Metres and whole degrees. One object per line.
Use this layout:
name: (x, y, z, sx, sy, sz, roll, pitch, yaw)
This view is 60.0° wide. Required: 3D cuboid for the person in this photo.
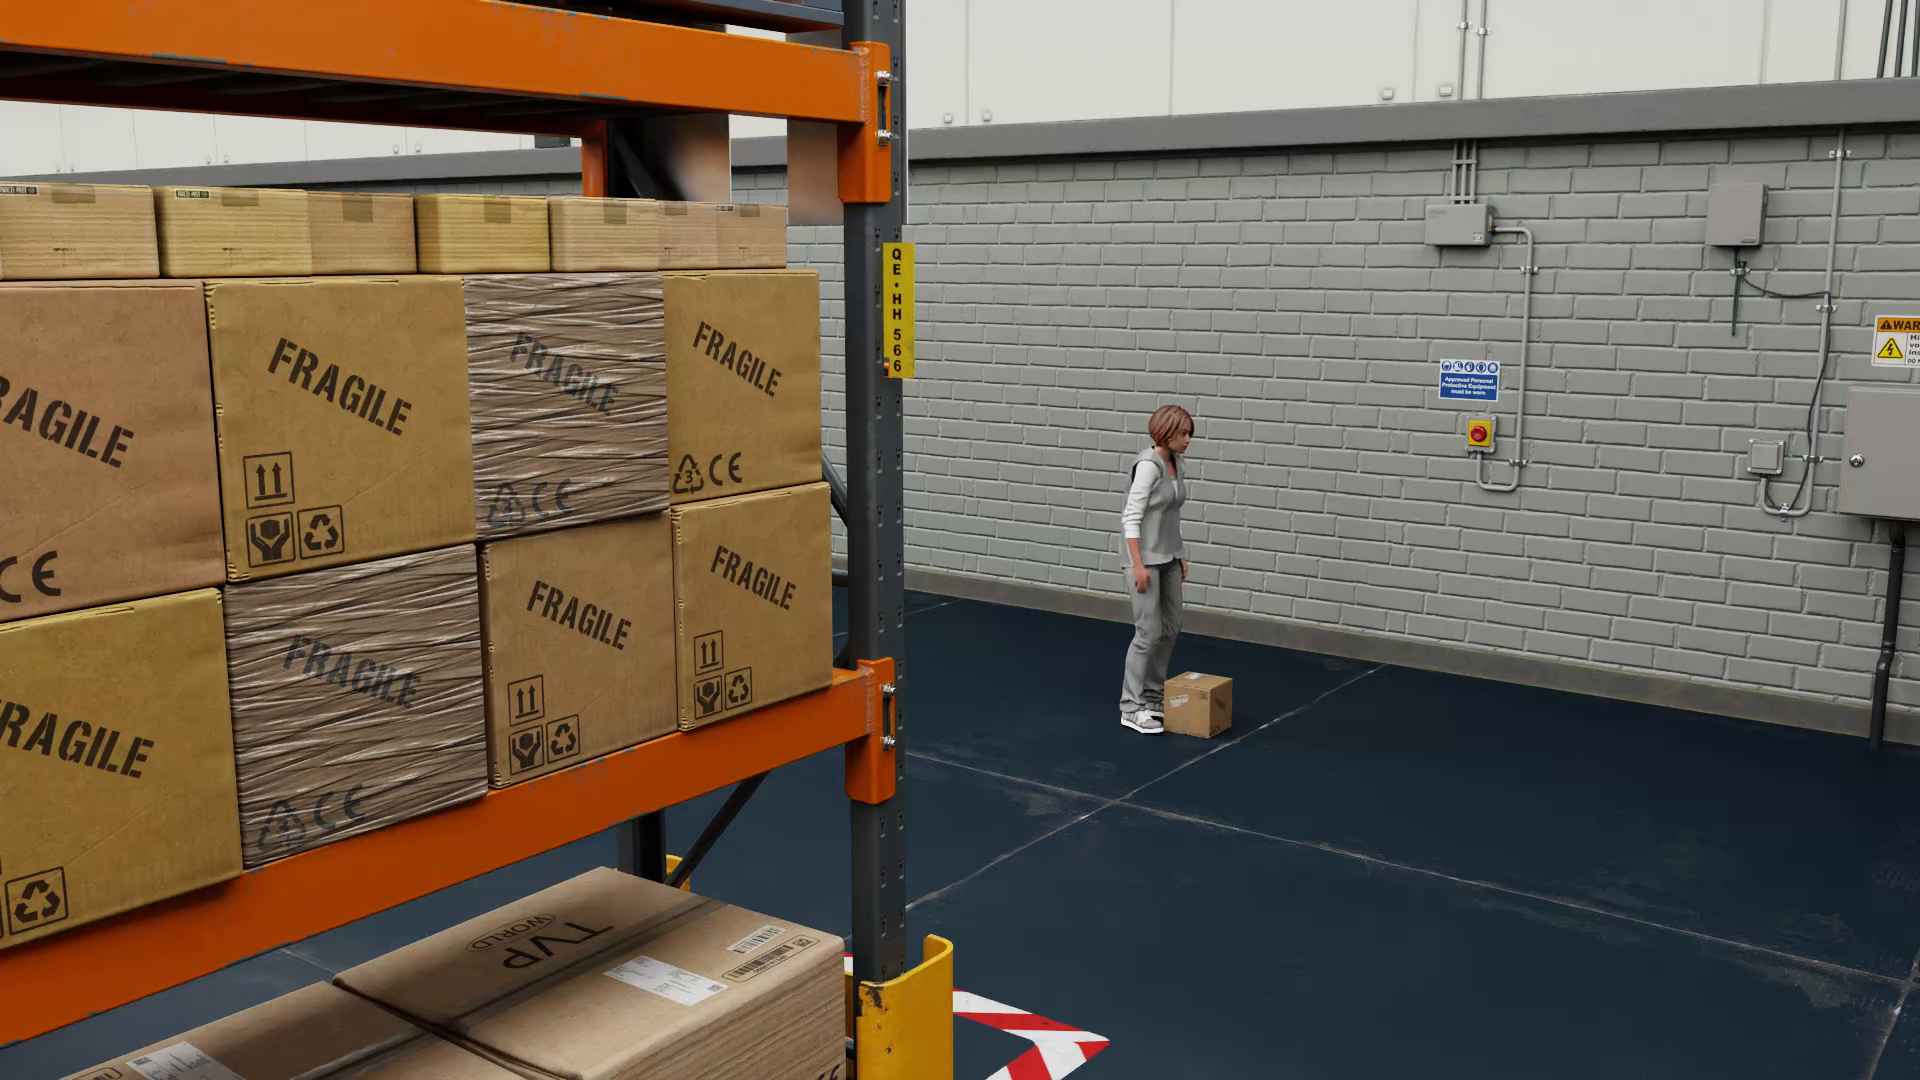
person: (0.969, 0.127, 8.218, 0.344, 1.592, 0.460, 7, 12, 36)
